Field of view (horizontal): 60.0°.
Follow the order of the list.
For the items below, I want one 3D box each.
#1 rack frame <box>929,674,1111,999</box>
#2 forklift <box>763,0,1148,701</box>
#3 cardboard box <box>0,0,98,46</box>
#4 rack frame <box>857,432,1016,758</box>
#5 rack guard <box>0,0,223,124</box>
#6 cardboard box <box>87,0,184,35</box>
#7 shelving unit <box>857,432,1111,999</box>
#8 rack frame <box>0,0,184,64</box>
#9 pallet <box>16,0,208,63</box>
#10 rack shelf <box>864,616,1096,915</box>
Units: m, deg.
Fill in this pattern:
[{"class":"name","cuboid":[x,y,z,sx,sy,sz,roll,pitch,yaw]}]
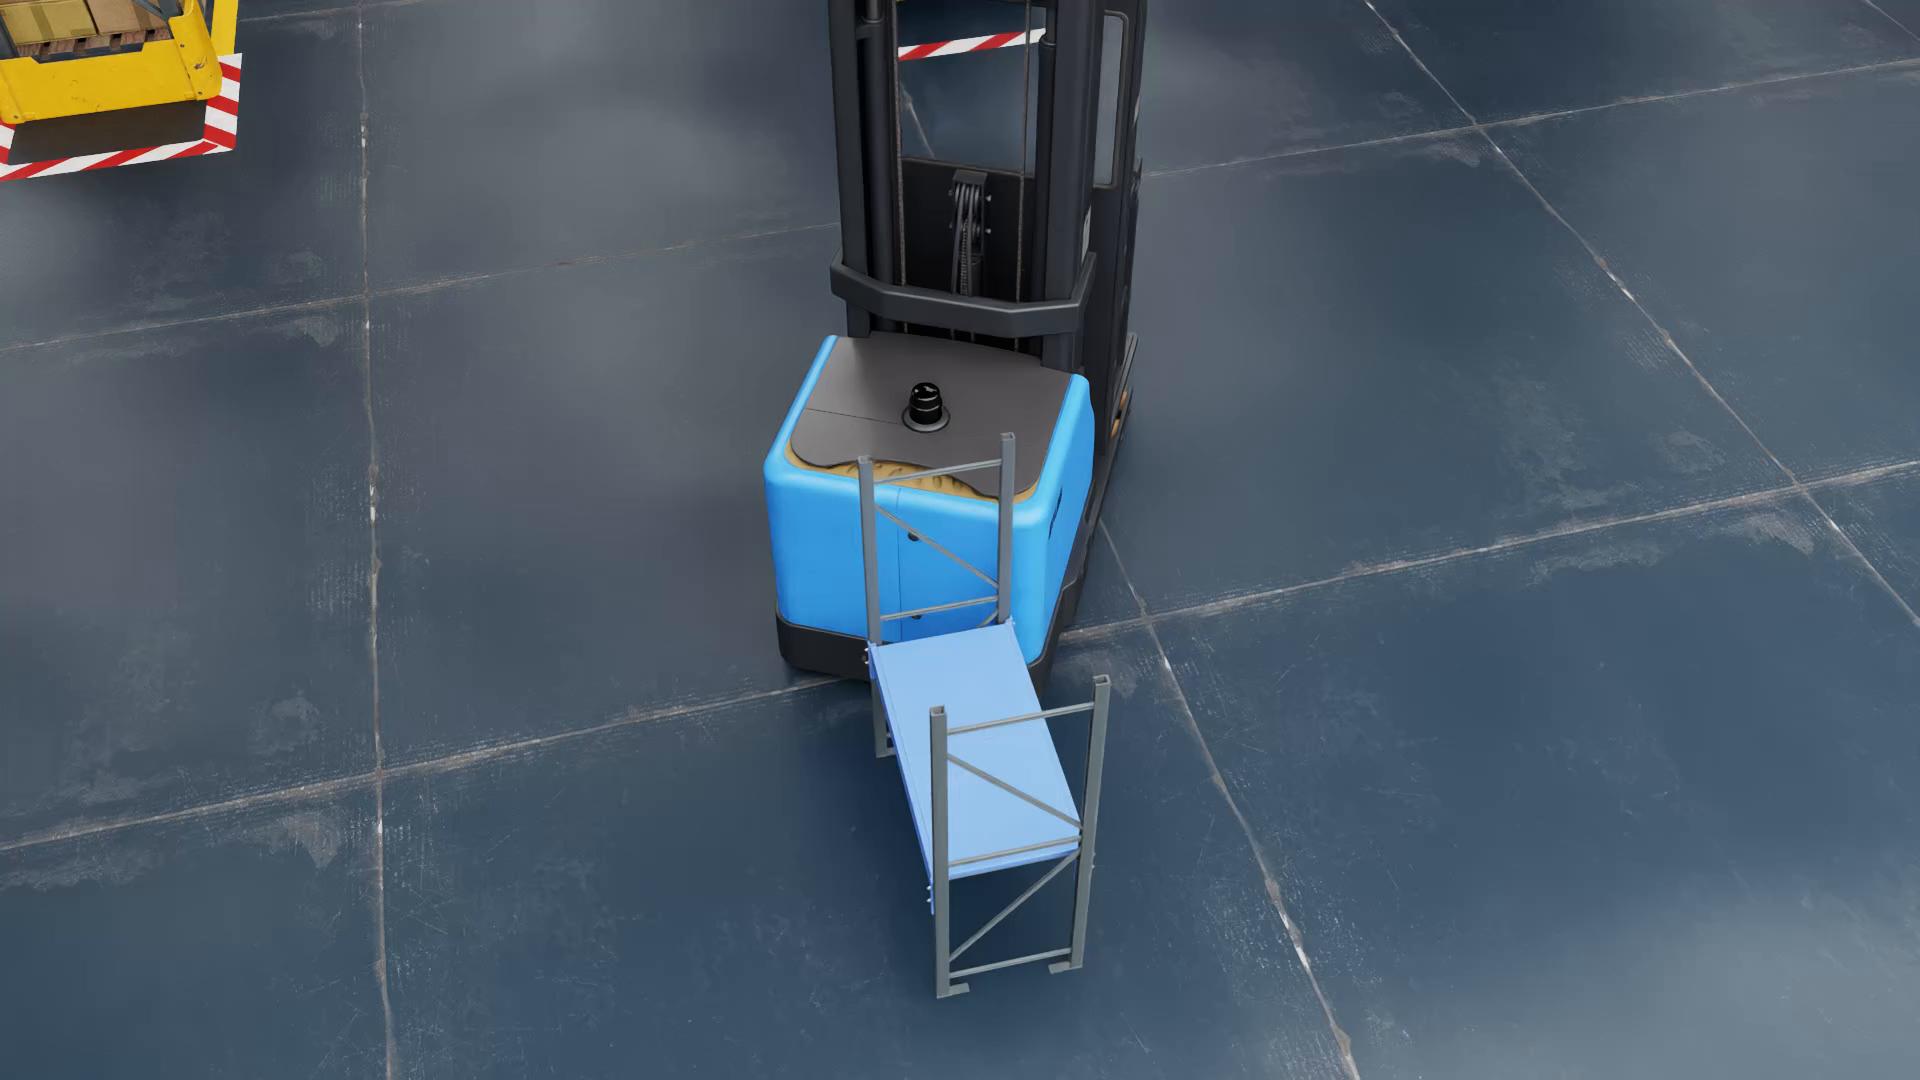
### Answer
[{"class":"rack frame","cuboid":[0.164,0.943,5.026,0.500,1.500,0.032,-10,46,-9]},{"class":"forklift","cuboid":[0.153,-1.459,6.378,1.130,2.935,3.031,10,46,10]},{"class":"cardboard box","cuboid":[-5.253,-3.101,9.571,0.500,0.250,0.500,-11,47,-10]},{"class":"rack frame","cuboid":[-0.072,0.237,5.718,0.500,1.500,0.032,-10,46,-9]},{"class":"rack guard","cuboid":[-4.824,-2.709,9.305,1.175,0.500,0.348,-11,47,-10]},{"class":"cardboard box","cuboid":[-4.752,-3.196,9.664,0.500,0.250,0.500,-11,47,-10]},{"class":"shelving unit","cuboid":[0.046,0.590,5.372,0.538,1.500,1.048,-10,46,-9]},{"class":"rack frame","cuboid":[-4.830,-3.600,8.429,1.000,3.000,0.127,-11,47,-10]},{"class":"pallet","cuboid":[-5.066,-3.145,9.935,1.003,0.211,1.213,-11,47,-10]},{"class":"rack shelf","cuboid":[0.046,0.716,5.501,0.538,0.185,1.000,-10,46,-9]}]
